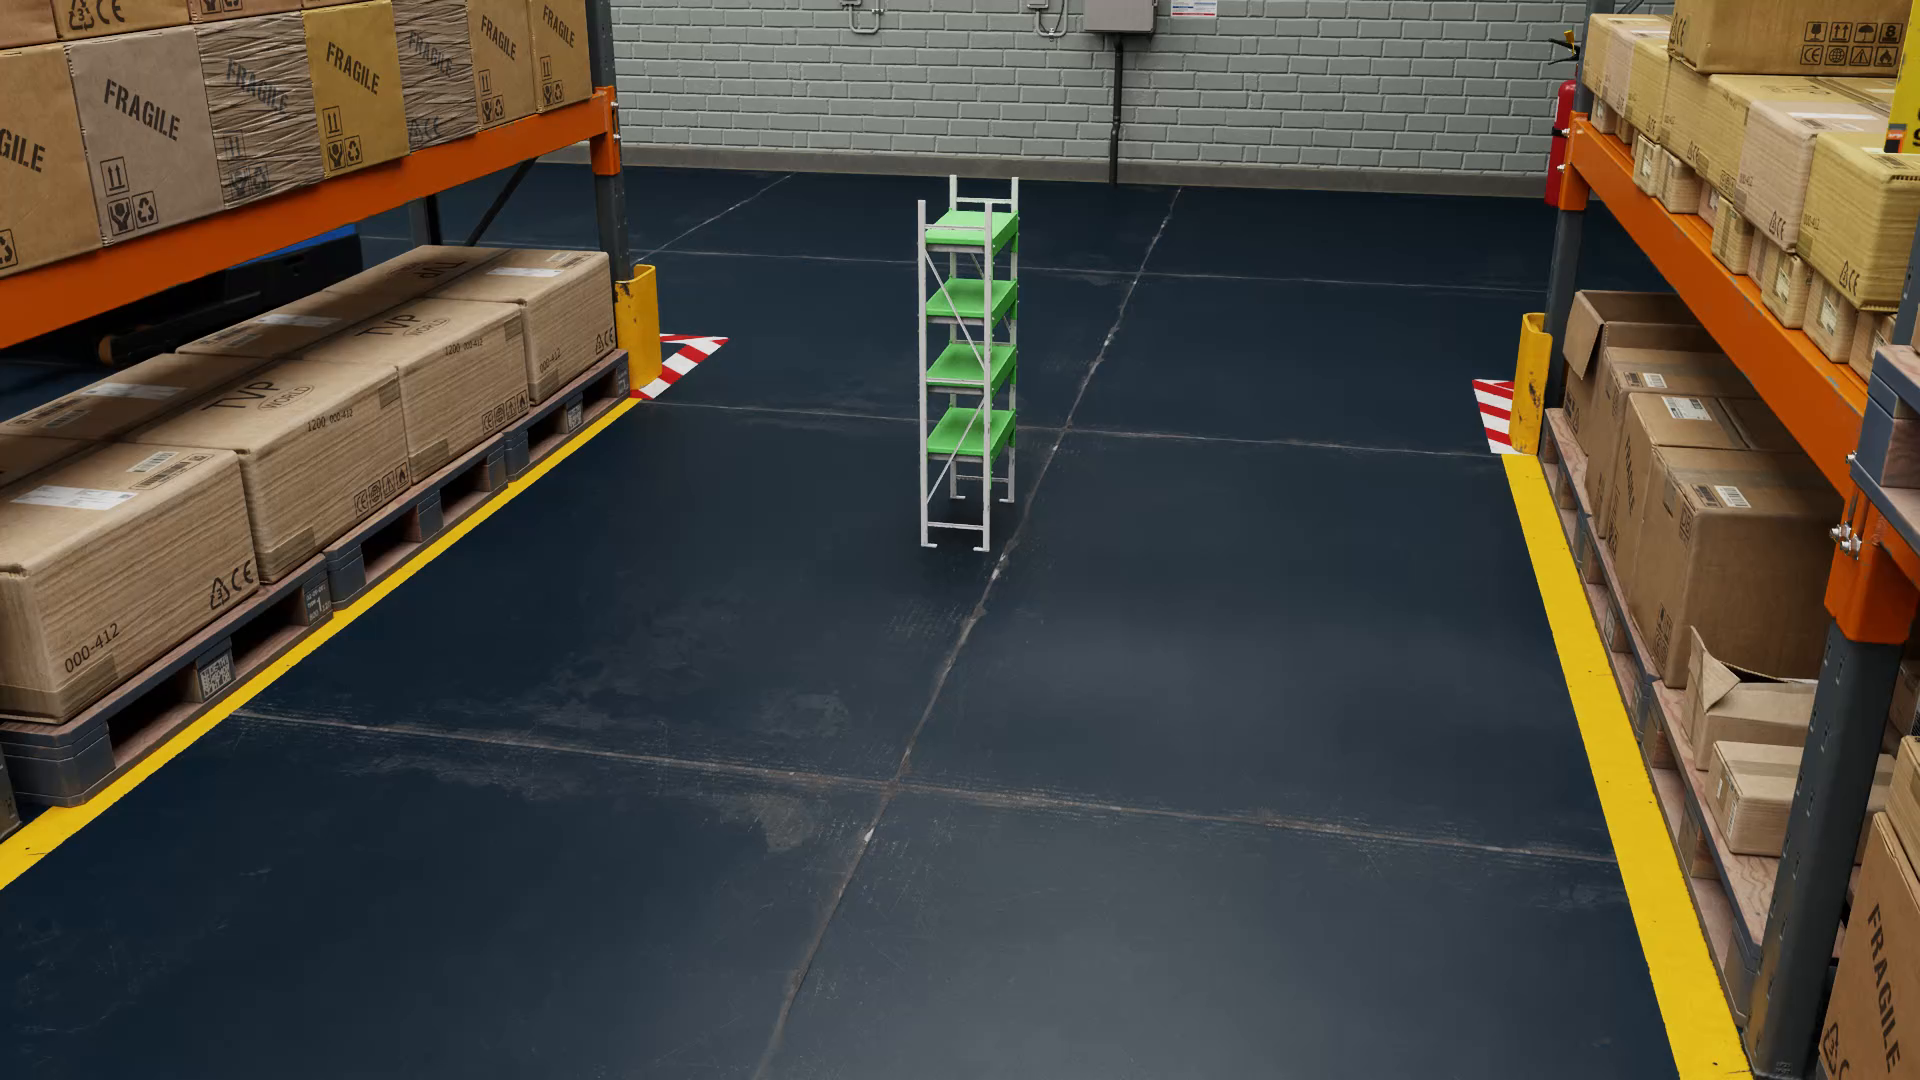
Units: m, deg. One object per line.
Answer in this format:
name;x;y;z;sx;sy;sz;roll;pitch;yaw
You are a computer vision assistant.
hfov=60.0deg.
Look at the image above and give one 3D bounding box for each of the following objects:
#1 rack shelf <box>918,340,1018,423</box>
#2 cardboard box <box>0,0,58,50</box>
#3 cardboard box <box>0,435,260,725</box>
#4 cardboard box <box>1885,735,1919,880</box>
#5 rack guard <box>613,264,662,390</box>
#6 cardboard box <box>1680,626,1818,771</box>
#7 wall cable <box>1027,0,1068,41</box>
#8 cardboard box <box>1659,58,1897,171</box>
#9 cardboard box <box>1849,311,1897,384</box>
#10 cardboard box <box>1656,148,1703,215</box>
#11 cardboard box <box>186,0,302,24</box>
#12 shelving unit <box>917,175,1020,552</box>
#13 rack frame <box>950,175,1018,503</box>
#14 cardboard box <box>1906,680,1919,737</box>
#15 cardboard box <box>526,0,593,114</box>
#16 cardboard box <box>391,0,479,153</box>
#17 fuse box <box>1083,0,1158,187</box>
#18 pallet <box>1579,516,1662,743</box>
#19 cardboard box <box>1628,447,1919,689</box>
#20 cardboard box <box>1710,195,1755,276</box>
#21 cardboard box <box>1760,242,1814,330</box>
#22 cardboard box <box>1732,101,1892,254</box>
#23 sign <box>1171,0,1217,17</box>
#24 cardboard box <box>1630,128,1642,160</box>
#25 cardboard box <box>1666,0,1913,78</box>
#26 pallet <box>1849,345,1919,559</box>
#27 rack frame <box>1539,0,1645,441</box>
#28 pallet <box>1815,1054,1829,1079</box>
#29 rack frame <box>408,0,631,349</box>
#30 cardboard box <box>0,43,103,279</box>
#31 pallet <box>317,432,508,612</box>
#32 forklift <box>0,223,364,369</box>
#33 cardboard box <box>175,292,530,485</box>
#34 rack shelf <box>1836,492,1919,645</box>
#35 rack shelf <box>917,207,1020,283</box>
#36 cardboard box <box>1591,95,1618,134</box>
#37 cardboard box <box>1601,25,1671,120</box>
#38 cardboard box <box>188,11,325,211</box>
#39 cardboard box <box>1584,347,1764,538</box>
rack shelf;0.034;-0.558;5.804;0.258;0.148;0.480;4;22;11
cardboard box;-2.477;-1.366;3.757;0.500;0.500;0.500;5;22;11
cardboard box;-2.578;0.072;4.526;0.875;0.438;0.875;4;22;10
cardboard box;1.715;0.452;2.632;0.380;0.149;0.250;6;23;13
rack guard;-1.990;-1.012;7.697;1.175;0.500;0.348;4;22;11
cardboard box;1.948;0.394;3.958;0.396;0.266;0.258;5;23;13
wall cable;0.524;-4.594;11.885;0.588;1.984;0.122;4;22;11
cardboard box;2.222;-1.150;4.496;0.500;0.250;0.500;4;22;10
cardboard box;1.867;-0.342;3.024;0.380;0.149;0.250;5;22;12
cardboard box;2.184;-1.005;4.669;0.380;0.149;0.250;5;22;12
cardboard box;-2.252;-1.736;4.678;0.500;0.500;0.500;5;22;12
shelving unit;0.034;-0.617;5.780;0.258;1.200;0.503;4;22;11
rack frame;0.084;-0.706;6.001;0.240;1.200;0.015;4;22;11
cardboard box;2.415;0.506;3.619;0.500;0.311;0.500;5;23;13
cardboard box;-1.834;-2.012;6.702;0.500;0.500;0.500;5;22;11
cardboard box;-2.047;-1.641;5.780;0.500;0.500;0.500;5;22;12
fuse box;1.160;-3.416;12.044;0.539;1.711;0.414;4;22;11
pallet;2.437;0.272;4.896;1.003;0.211;1.213;4;22;11
cardboard box;2.223;0.085;4.412;0.700;0.500;0.500;4;22;9
cardboard box;2.033;-0.725;3.976;0.380;0.149;0.250;4;22;10
cardboard box;1.928;-0.536;3.505;0.380;0.149;0.250;5;22;12
cardboard box;2.002;-0.780;3.579;0.500;0.250;0.500;5;22;11
sign;1.685;-4.007;11.915;0.329;0.494;0.001;4;22;11
cardboard box;2.392;-1.287;5.370;0.380;0.149;0.250;5;23;13
cardboard box;2.203;-1.508;4.381;0.500;0.500;0.500;5;22;12
pallet;1.779;0.050;1.971;1.003;0.211;1.213;4;22;11
rack frame;2.865;-1.786;6.272;1.000;3.000;0.127;4;22;11
pallet;1.920;1.271;2.415;1.003;0.211;1.213;4;22;11
rack frame;-1.995;-2.163;7.208;1.000;3.000;0.127;4;22;11
cardboard box;-2.459;-0.898;3.934;0.500;0.500;0.500;5;23;13
pallet;-2.333;-0.126;5.884;1.003;0.211;1.213;4;22;11
forklift;-4.346;-2.341;7.744;1.130;2.935;3.031;8;23;19
cardboard box;-2.210;-0.585;6.158;0.875;0.438;0.875;5;22;12
rack shelf;1.641;0.742;0.958;1.077;0.370;4.000;4;22;11
rack shelf;0.034;-1.003;5.624;0.258;0.148;0.480;4;22;11
cardboard box;2.529;-1.570;6.073;0.380;0.149;0.250;4;22;11
cardboard box;2.406;-1.524;5.426;0.500;0.250;0.500;5;22;11
cardboard box;-2.245;-1.263;4.841;0.500;0.500;0.500;5;22;11
cardboard box;2.435;-0.295;5.354;0.700;0.500;0.500;5;23;13
